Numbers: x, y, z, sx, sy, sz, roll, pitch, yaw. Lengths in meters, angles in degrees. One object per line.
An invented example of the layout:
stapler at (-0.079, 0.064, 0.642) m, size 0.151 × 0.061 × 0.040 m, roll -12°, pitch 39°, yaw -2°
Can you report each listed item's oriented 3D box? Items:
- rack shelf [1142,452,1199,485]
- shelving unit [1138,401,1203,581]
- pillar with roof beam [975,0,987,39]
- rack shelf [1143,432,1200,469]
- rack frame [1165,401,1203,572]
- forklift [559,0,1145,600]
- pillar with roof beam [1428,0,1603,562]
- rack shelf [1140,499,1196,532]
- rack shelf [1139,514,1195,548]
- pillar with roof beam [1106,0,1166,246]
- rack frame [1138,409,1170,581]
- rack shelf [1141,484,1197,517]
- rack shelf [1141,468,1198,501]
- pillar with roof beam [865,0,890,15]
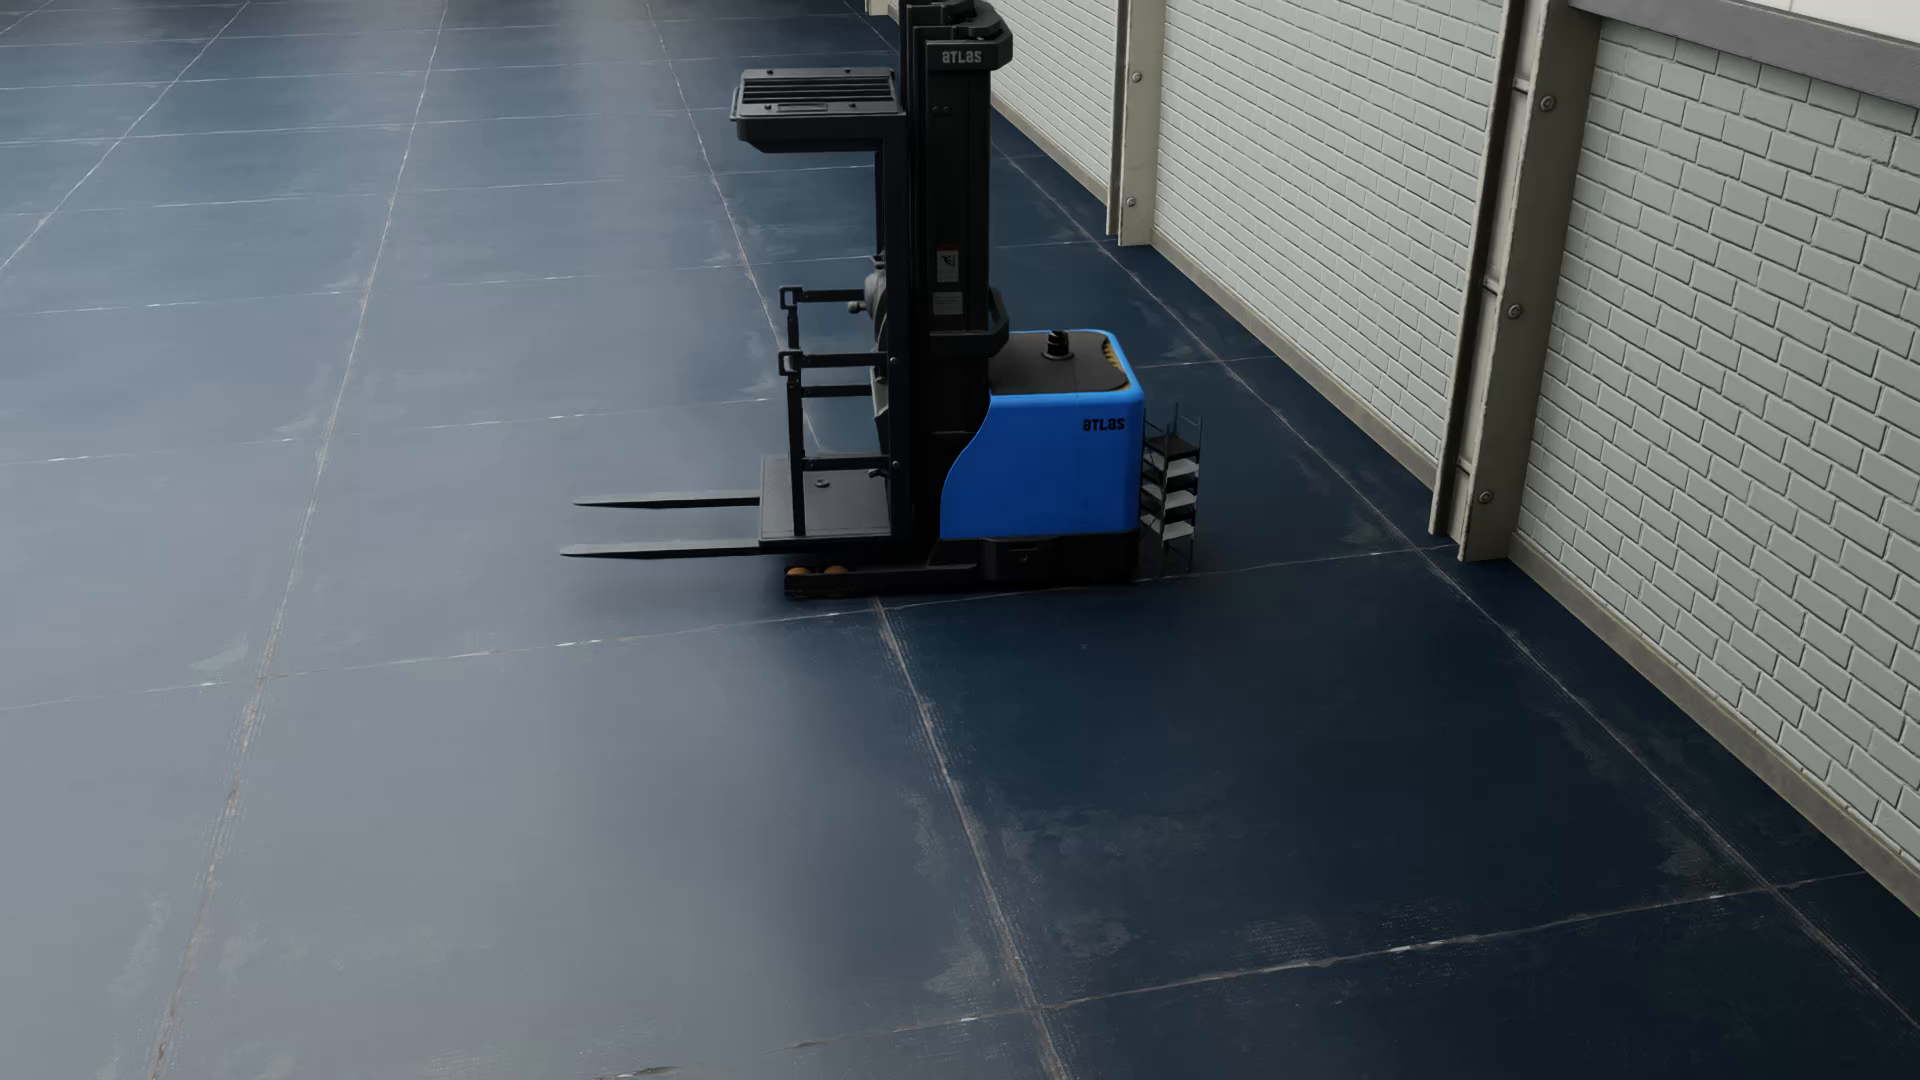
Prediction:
rack shelf at (1.092, -0.386, 8.691) m, size 0.200 × 0.077 × 0.258 m, roll -14°, pitch 30°, yaw -25°
shelving unit at (1.092, -0.255, 8.757) m, size 0.210 × 0.900 × 0.258 m, roll -14°, pitch 30°, yaw -25°
pillar with roof beam at (-4.073, -8.831, 16.759) m, size 9.100 × 9.000 × 0.400 m, roll -6°, pitch 27°, yaw -12°
rack shelf at (1.092, -0.467, 8.650) m, size 0.200 × 0.077 × 0.258 m, roll -14°, pitch 30°, yaw -25°
rack frame at (1.182, -0.277, 8.800) m, size 0.006 × 0.900 × 0.240 m, roll -14°, pitch 30°, yaw -25°
forklift at (-0.600, -1.247, 8.469) m, size 3.031 × 2.935 × 1.130 m, roll -2°, pitch 27°, yaw -5°
pillar with roof beam at (-1.368, -3.563, 6.321) m, size 9.100 × 9.000 × 0.400 m, roll -6°, pitch 27°, yaw -12°
rack shelf at (1.092, -0.145, 8.813) m, size 0.200 × 0.077 × 0.258 m, roll -14°, pitch 30°, yaw -25°
rack shelf at (1.092, -0.065, 8.853) m, size 0.200 × 0.077 × 0.258 m, roll -14°, pitch 30°, yaw -25°
pillar with roof beam at (-2.721, -6.197, 11.540) m, size 9.100 × 9.000 × 0.400 m, roll -6°, pitch 27°, yaw -12°
rack frame at (1.003, -0.234, 8.714) m, size 0.006 × 0.900 × 0.240 m, roll -14°, pitch 30°, yaw -25°
rack shelf at (1.092, -0.226, 8.772) m, size 0.200 × 0.077 × 0.258 m, roll -14°, pitch 30°, yaw -25°
rack shelf at (1.092, -0.306, 8.732) m, size 0.200 × 0.077 × 0.258 m, roll -14°, pitch 30°, yaw -25°
pillar with roof beam at (-5.425, -11.465, 21.977) m, size 9.100 × 9.000 × 0.400 m, roll -6°, pitch 27°, yaw -12°
